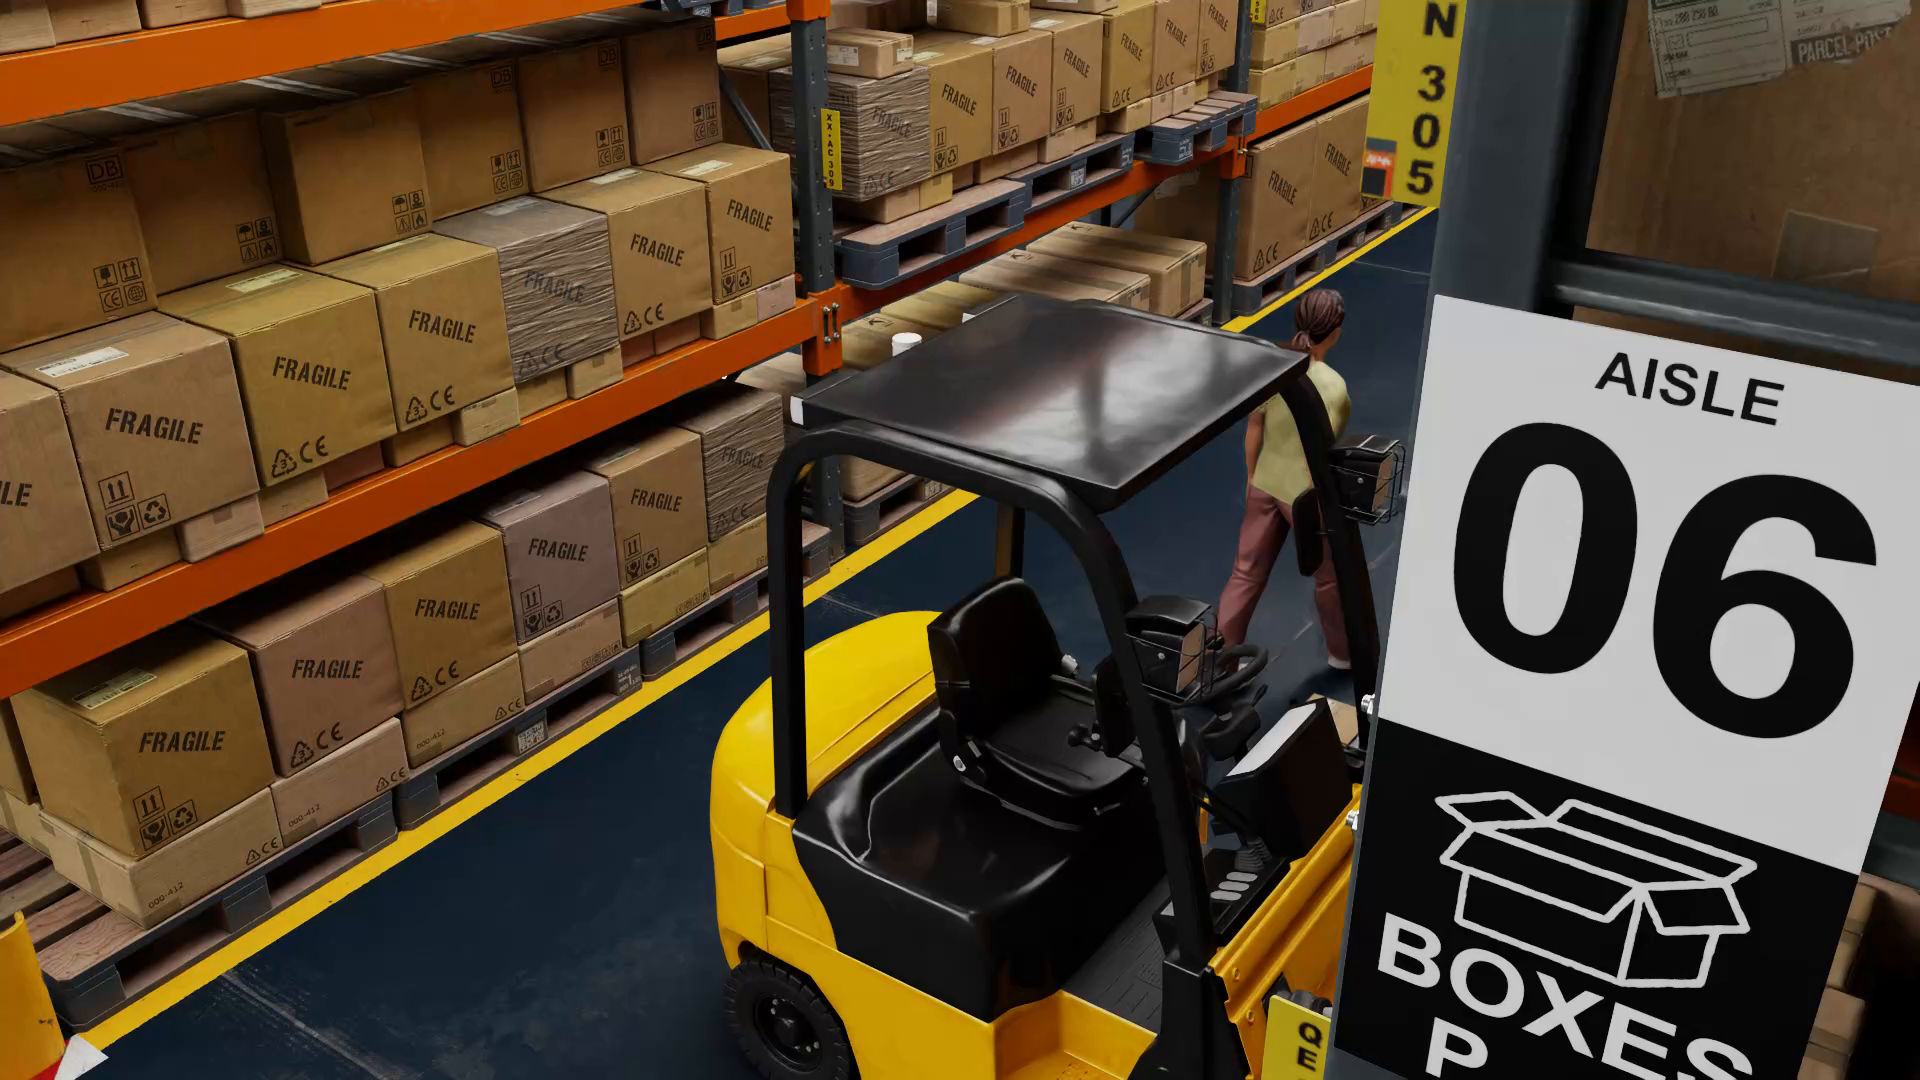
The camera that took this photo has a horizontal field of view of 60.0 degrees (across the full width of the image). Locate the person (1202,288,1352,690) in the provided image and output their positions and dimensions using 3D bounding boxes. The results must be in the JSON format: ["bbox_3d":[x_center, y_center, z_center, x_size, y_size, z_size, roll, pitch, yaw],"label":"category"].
[{"bbox_3d":[1.329,-0.183,6.484,0.891,1.630,0.522,-20,33,-33],"label":"person"}]
